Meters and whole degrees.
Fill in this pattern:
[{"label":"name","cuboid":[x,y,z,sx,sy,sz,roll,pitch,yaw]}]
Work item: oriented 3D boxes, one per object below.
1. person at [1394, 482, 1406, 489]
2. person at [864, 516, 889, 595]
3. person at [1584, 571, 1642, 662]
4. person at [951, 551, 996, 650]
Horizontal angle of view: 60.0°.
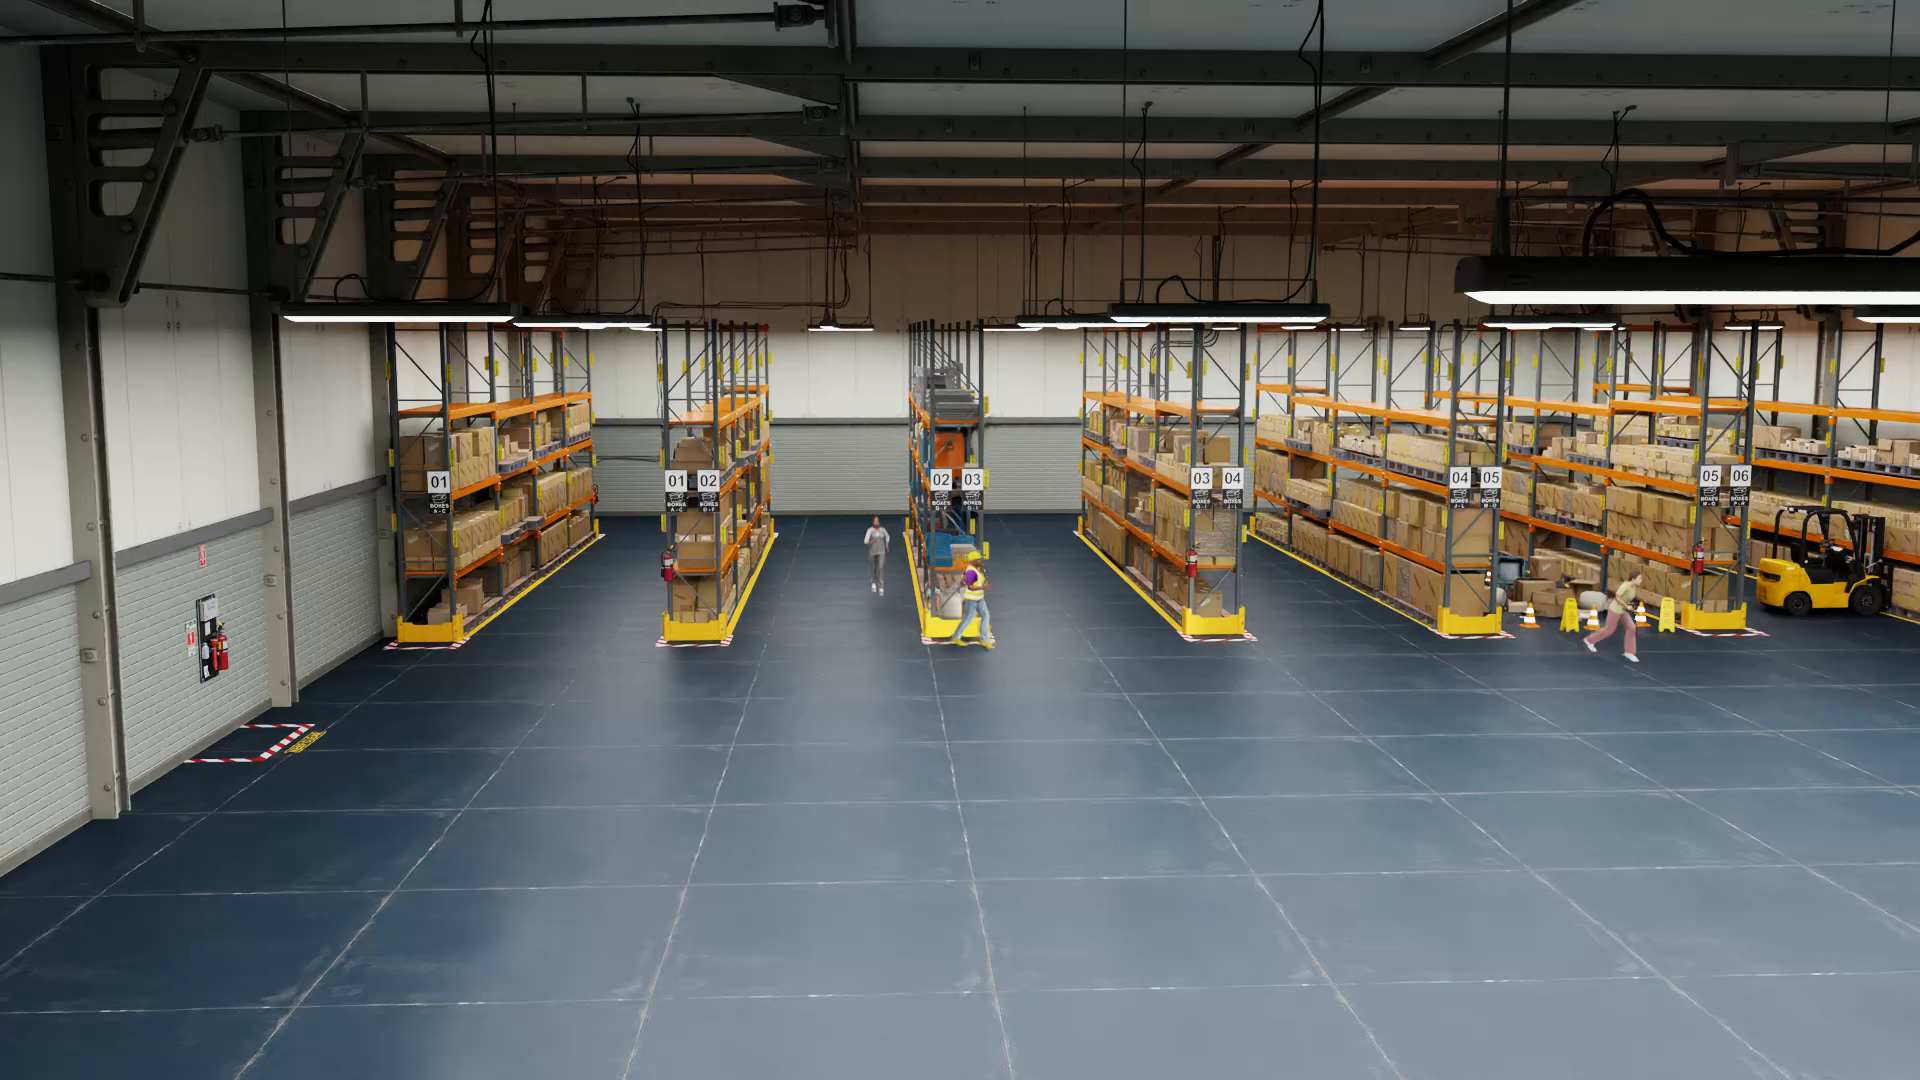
[{"label":"person","cuboid":[13.094,-1.220,49.698,0.556,1.630,0.559,-2,7,-18]},{"label":"person","cuboid":[-1.739,0.313,34.869,0.534,1.596,0.797,-1,7,-4]},{"label":"person","cuboid":[11.599,1.315,29.497,1.003,1.625,0.614,6,9,38]},{"label":"person","cuboid":[0.225,1.110,30.244,0.807,1.816,0.679,3,8,20]}]
